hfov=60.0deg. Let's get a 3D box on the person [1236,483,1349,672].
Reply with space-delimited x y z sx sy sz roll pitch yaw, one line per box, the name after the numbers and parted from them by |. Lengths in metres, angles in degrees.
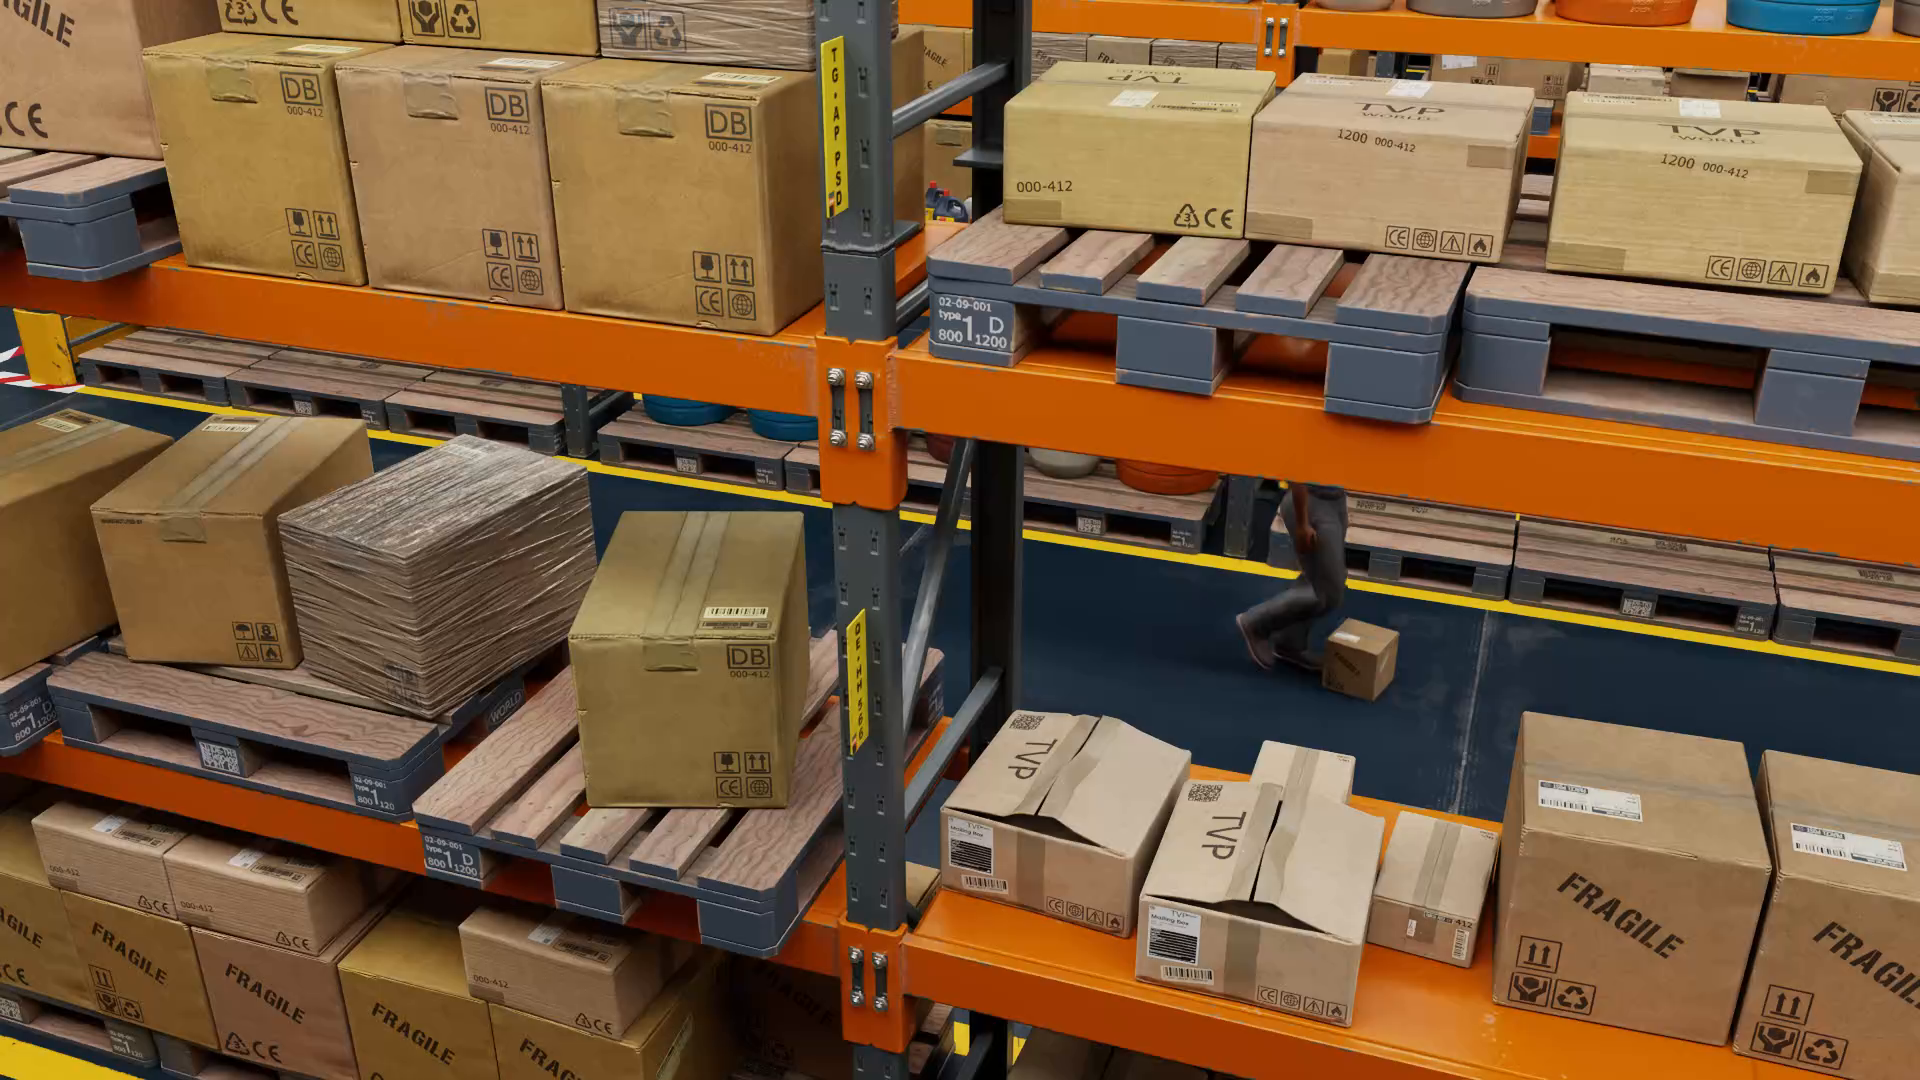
1.539 -0.148 7.391 0.488 1.645 0.480 13 29 24 | person
